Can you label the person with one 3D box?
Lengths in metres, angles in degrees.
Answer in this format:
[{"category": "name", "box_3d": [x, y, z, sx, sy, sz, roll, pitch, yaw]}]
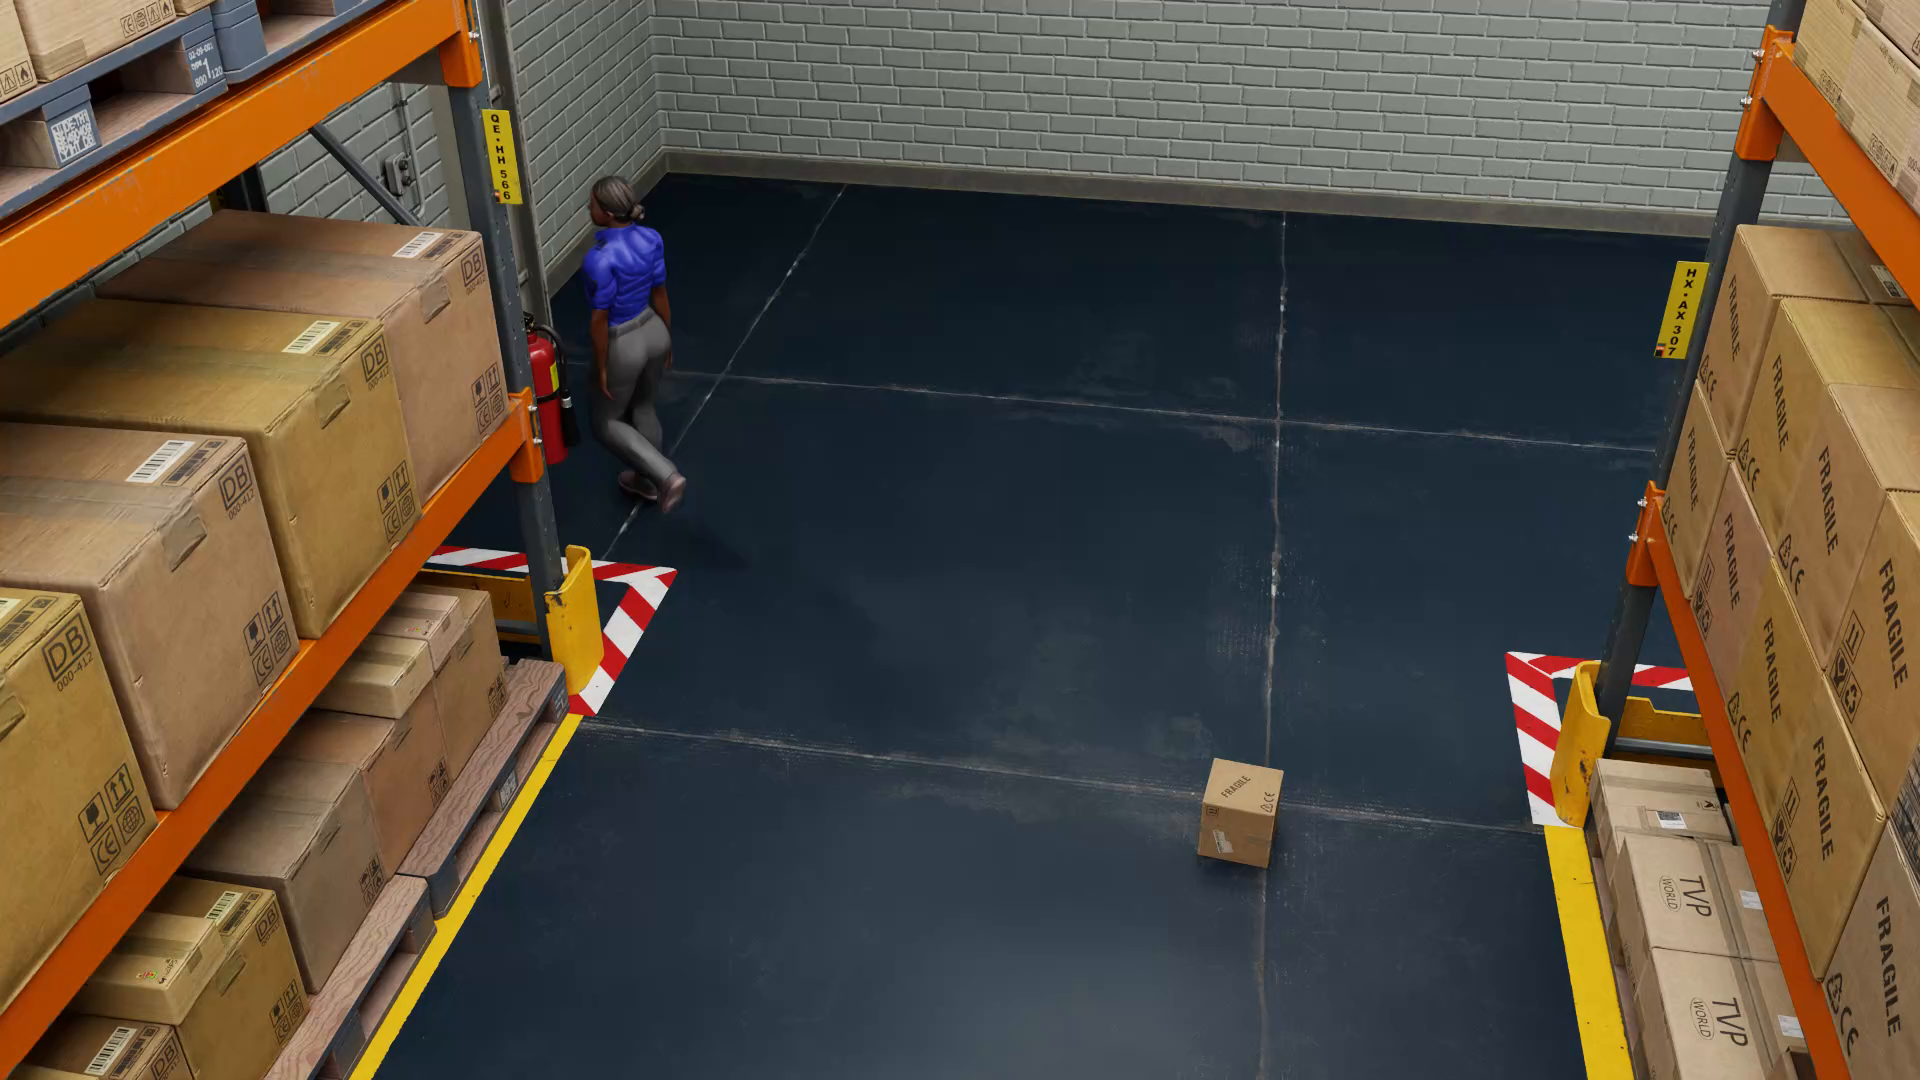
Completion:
[{"category": "person", "box_3d": [-1.452, -0.842, 7.429, 0.613, 1.635, 0.477, 21, 38, 29]}]
